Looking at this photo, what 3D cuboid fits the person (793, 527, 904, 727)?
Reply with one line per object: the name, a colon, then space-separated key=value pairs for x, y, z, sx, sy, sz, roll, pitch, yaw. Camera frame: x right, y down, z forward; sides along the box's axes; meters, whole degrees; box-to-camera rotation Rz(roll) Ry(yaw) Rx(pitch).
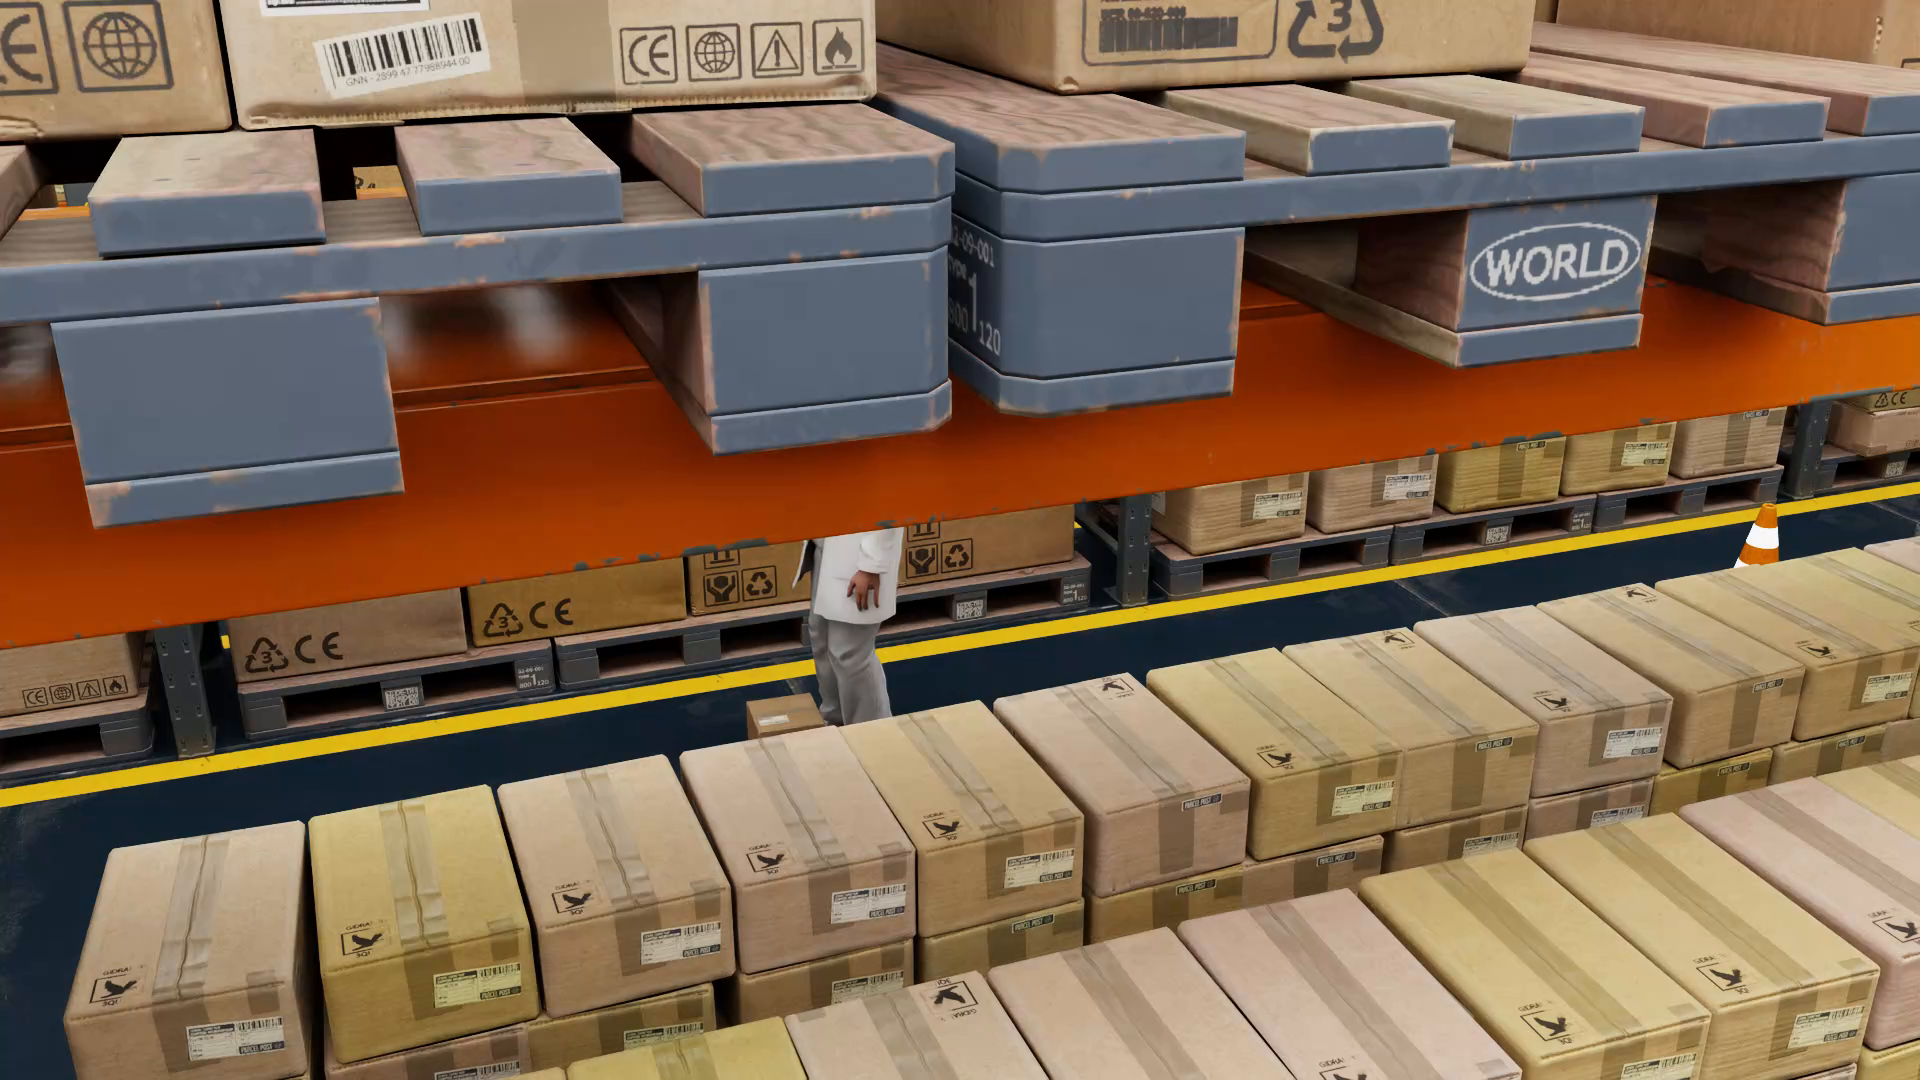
person: x=-0.415 y=0.023 z=6.058 sx=0.429 sy=1.772 sz=0.649 roll=-10 pitch=24 yaw=-22
